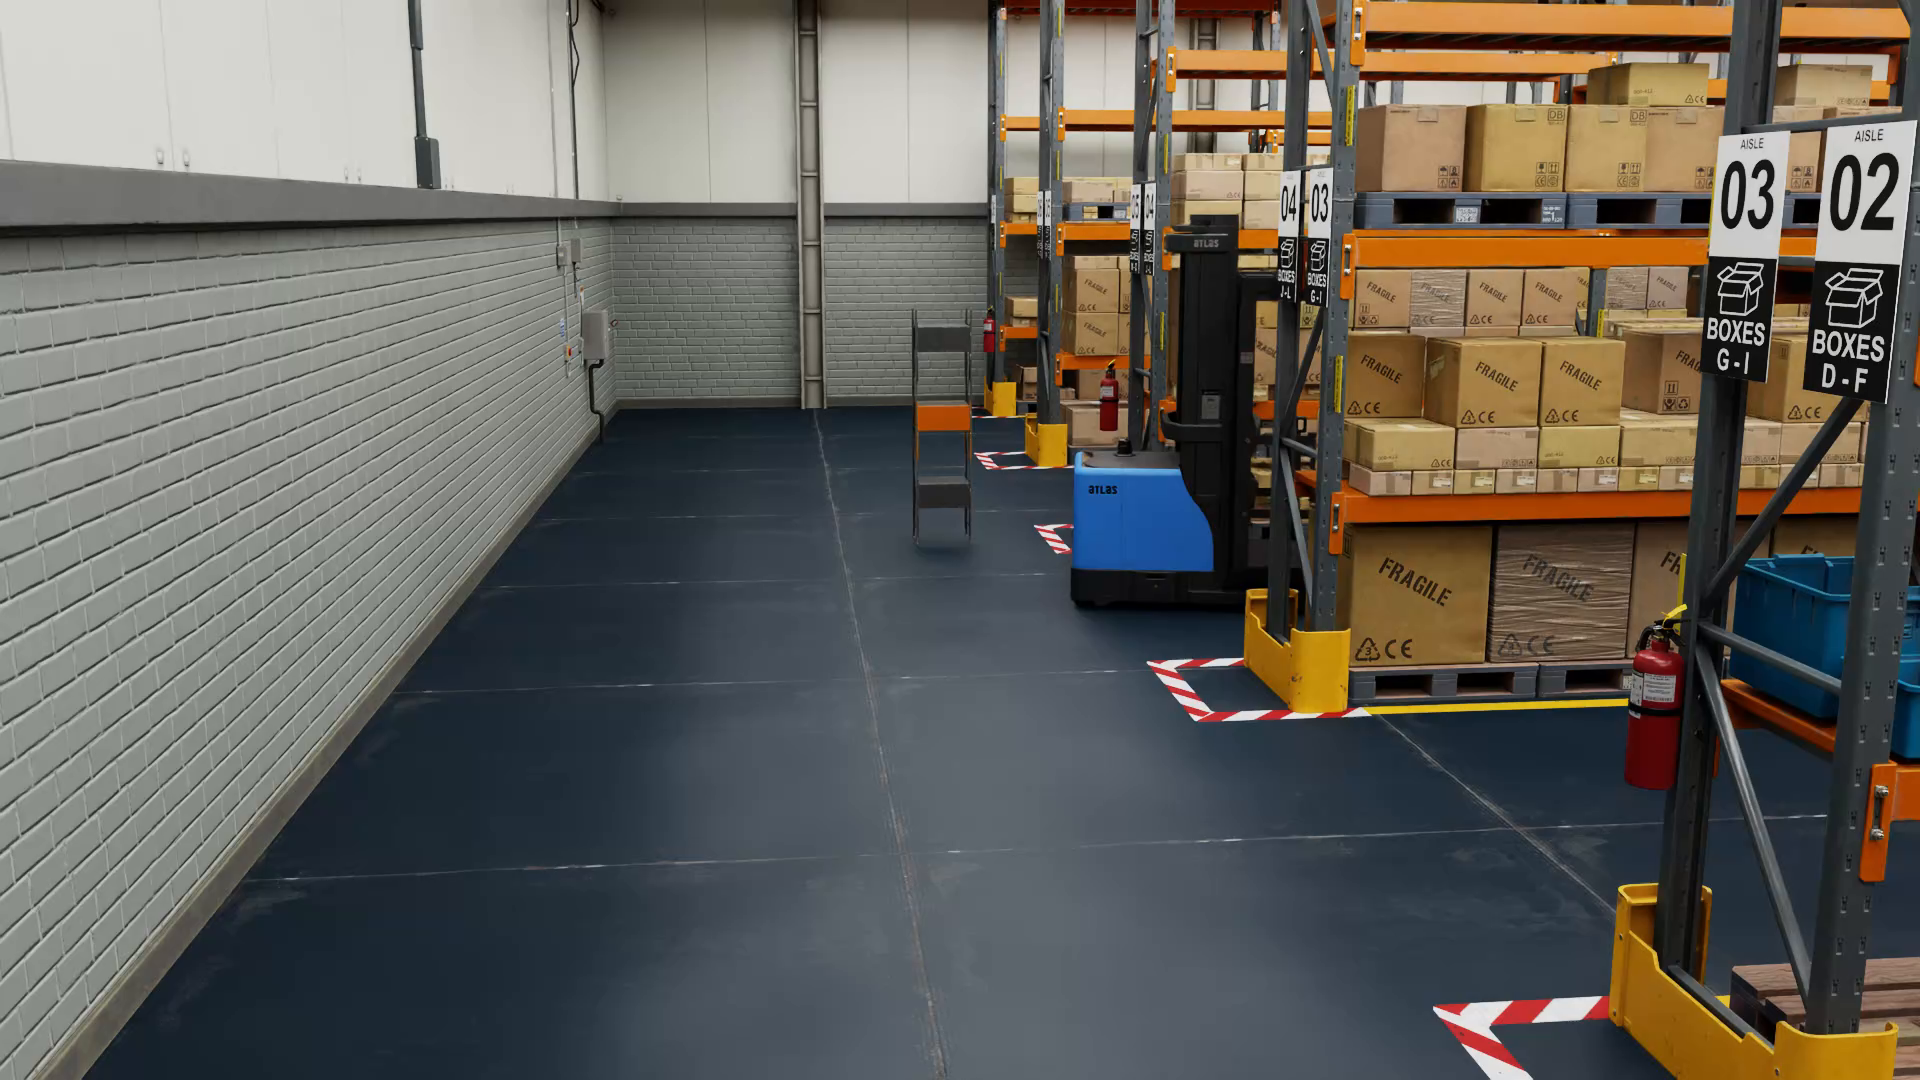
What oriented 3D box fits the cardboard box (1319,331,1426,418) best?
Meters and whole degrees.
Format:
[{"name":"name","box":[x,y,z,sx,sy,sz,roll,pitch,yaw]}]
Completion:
[{"name":"cardboard box","box":[2.590,-1.048,10.477,0.500,0.500,0.500,-1,11,-5]}]

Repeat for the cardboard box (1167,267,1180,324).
[{"name":"cardboard box","box":[2.126,-2.243,15.261,0.500,0.500,0.500,-1,11,-7]}]

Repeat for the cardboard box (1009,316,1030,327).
[{"name":"cardboard box","box":[0.880,-3.230,24.555,0.250,0.149,0.380,-1,11,-7]}]

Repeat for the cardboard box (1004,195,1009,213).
[{"name":"cardboard box","box":[0.936,-5.005,24.773,0.500,0.250,0.500,-1,11,-7]}]

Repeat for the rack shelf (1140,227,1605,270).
[{"name":"rack shelf","box":[3.687,-2.661,15.096,4.000,0.370,1.077,-1,11,-6]}]

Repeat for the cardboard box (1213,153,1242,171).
[{"name":"cardboard box","box":[2.300,-3.304,14.565,0.250,0.149,0.380,-1,11,-4]}]

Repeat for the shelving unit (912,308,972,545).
[{"name":"shelving unit","box":[-0.165,-1.027,15.030,0.503,2.100,0.431,-1,11,-6]}]

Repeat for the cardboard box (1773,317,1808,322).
[{"name":"cardboard box","box":[7.865,-2.041,15.878,0.250,0.149,0.380,-1,11,-4]}]

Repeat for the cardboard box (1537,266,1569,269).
[{"name":"cardboard box","box":[7.023,-3.062,20.199,0.500,0.500,0.500,-1,11,-7]}]

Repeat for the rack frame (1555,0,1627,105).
[{"name":"rack frame","box":[5.675,-4.527,14.950,0.127,3.000,1.000,-1,11,-6]}]

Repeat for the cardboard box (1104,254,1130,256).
[{"name":"cardboard box","box":[1.896,-3.383,20.147,0.250,0.149,0.380,-1,11,-7]}]

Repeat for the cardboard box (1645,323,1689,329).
[{"name":"cardboard box","box":[6.393,-1.885,15.083,0.250,0.149,0.380,-1,11,-4]}]

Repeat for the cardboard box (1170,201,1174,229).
[{"name":"cardboard box","box":[2.122,-2.959,15.136,0.500,0.250,0.500,-1,11,-7]}]

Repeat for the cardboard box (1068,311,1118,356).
[{"name":"cardboard box","box":[1.572,-2.451,19.684,0.500,0.500,0.500,-1,11,-7]}]

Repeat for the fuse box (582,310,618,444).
[{"name":"fuse box","box":[-4.622,-2.099,21.491,0.414,1.711,0.539,-1,11,-6]}]

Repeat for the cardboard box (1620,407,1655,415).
[{"name":"cardboard box","box":[4.114,-0.713,10.718,0.500,0.250,0.500,-1,11,-6]}]

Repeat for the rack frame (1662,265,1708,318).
[{"name":"rack frame","box":[9.017,-2.614,20.770,0.127,3.000,1.000,-1,11,-6]}]

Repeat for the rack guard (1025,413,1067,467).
[{"name":"rack guard","box":[1.039,-1.220,20.161,0.348,0.500,1.175,-1,11,-6]}]

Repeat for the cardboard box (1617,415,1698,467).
[{"name":"cardboard box","box":[4.174,-0.611,10.200,0.500,0.250,0.500,-1,11,-7]}]

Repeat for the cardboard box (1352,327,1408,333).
[{"name":"cardboard box","box":[3.698,-1.687,15.025,0.500,0.500,0.500,-1,11,-8]}]

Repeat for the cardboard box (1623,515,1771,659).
[{"name":"cardboard box","box":[4.551,0.224,10.756,0.875,0.875,0.875,-1,11,-6]}]

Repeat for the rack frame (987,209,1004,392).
[{"name":"rack frame","box":[0.524,-3.399,24.764,0.127,3.000,1.000,-1,11,-6]}]

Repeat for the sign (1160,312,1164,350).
[{"name":"sign","box":[1.757,-1.821,14.492,0.005,0.325,0.100,-1,11,-6]}]

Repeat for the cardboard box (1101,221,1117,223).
[{"name":"cardboard box","box":[2.138,-4.732,24.417,0.250,0.149,0.380,-1,11,-7]}]

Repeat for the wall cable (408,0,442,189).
[{"name":"wall cable","box":[-3.860,-5.612,12.129,0.120,5.999,2.277,-1,11,-6]}]

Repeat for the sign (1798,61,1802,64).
[{"name":"sign","box":[12.524,-6.986,24.831,0.005,0.325,0.100,-1,11,-6]}]

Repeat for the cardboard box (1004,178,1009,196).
[{"name":"cardboard box","box":[0.935,-5.251,24.731,0.500,0.250,0.500,-2,11,-8]}]

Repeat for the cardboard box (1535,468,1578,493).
[{"name":"cardboard box","box":[3.543,-0.389,10.106,0.250,0.149,0.380,-1,11,-7]}]

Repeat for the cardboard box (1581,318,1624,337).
[{"name":"cardboard box","box":[6.053,-2.004,15.688,0.250,0.149,0.380,-1,11,-3]}]

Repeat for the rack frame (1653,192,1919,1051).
[{"name":"rack frame","box":[2.668,0.403,5.424,0.127,3.000,1.000,-1,11,-6]}]

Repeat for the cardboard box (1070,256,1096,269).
[{"name":"cardboard box","box":[1.446,-3.260,19.521,0.250,0.149,0.380,-1,11,-5]}]

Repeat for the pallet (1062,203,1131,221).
[{"name":"pallet","box":[1.800,-3.893,19.730,1.213,0.211,1.003,-1,11,-6]}]

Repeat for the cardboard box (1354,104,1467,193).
[{"name":"cardboard box","box":[2.645,-2.344,10.014,0.500,0.500,0.700,-2,11,-10]}]

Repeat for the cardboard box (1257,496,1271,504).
[{"name":"cardboard box","box":[2.759,-0.432,15.201,0.250,0.149,0.380,-1,11,-5]}]

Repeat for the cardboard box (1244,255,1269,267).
[{"name":"cardboard box","box":[3.490,-3.307,19.761,0.250,0.149,0.380,-1,11,-7]}]

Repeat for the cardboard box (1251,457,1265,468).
[{"name":"cardboard box","box":[2.697,-0.683,15.707,0.250,0.149,0.380,-1,11,-7]}]

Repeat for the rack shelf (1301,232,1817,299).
[{"name":"rack shelf","box":[4.122,-1.707,10.247,4.000,0.370,1.077,-1,11,-6]}]

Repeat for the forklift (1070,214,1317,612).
[{"name":"forklift","box":[2.384,-0.990,12.689,3.031,2.935,1.130,1,11,4]}]

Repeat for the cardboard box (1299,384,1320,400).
[{"name":"cardboard box","box":[3.093,-1.362,15.053,0.250,0.149,0.380,-1,11,-7]}]

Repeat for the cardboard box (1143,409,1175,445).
[{"name":"cardboard box","box":[2.618,-1.450,20.402,0.875,0.438,0.875,-1,11,-5]}]

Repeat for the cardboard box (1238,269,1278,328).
[{"name":"cardboard box","box":[2.674,-2.156,14.818,0.500,0.500,0.500,-1,11,-4]}]

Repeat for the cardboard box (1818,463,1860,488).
[{"name":"cardboard box","box":[5.331,-0.427,10.297,0.250,0.149,0.380,-1,11,-7]}]

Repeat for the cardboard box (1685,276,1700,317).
[{"name":"cardboard box","box":[9.438,-3.078,21.011,0.500,0.500,0.500,-2,11,-8]}]

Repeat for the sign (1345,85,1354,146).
[{"name":"sign","box":[2.188,-2.380,9.332,0.005,0.325,0.100,-1,11,-6]}]

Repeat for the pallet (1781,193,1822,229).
[{"name":"pallet","box":[5.296,-2.043,10.322,1.213,0.211,1.003,-1,11,-6]}]

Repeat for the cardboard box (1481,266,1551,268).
[{"name":"cardboard box","box":[5.200,-2.306,15.583,0.500,0.500,0.500,-1,11,-5]}]

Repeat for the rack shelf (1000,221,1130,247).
[{"name":"rack shelf","box":[2.512,-4.560,24.756,4.000,0.370,1.077,-1,11,-6]}]

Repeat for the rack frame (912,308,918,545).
[{"name":"rack frame","box":[-0.407,-1.022,15.004,0.015,2.100,0.400,-1,11,-6]}]

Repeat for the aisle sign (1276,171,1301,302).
[{"name":"aisle sign","box":[2.030,-1.878,10.290,0.004,0.787,0.394,-1,11,-6]}]

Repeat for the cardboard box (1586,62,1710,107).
[{"name":"cardboard box","box":[4.143,-2.731,10.038,0.500,0.250,0.500,-2,11,-8]}]

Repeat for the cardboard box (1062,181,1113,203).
[{"name":"cardboard box","box":[1.501,-4.127,19.733,0.500,0.250,0.500,-2,11,-11]}]
